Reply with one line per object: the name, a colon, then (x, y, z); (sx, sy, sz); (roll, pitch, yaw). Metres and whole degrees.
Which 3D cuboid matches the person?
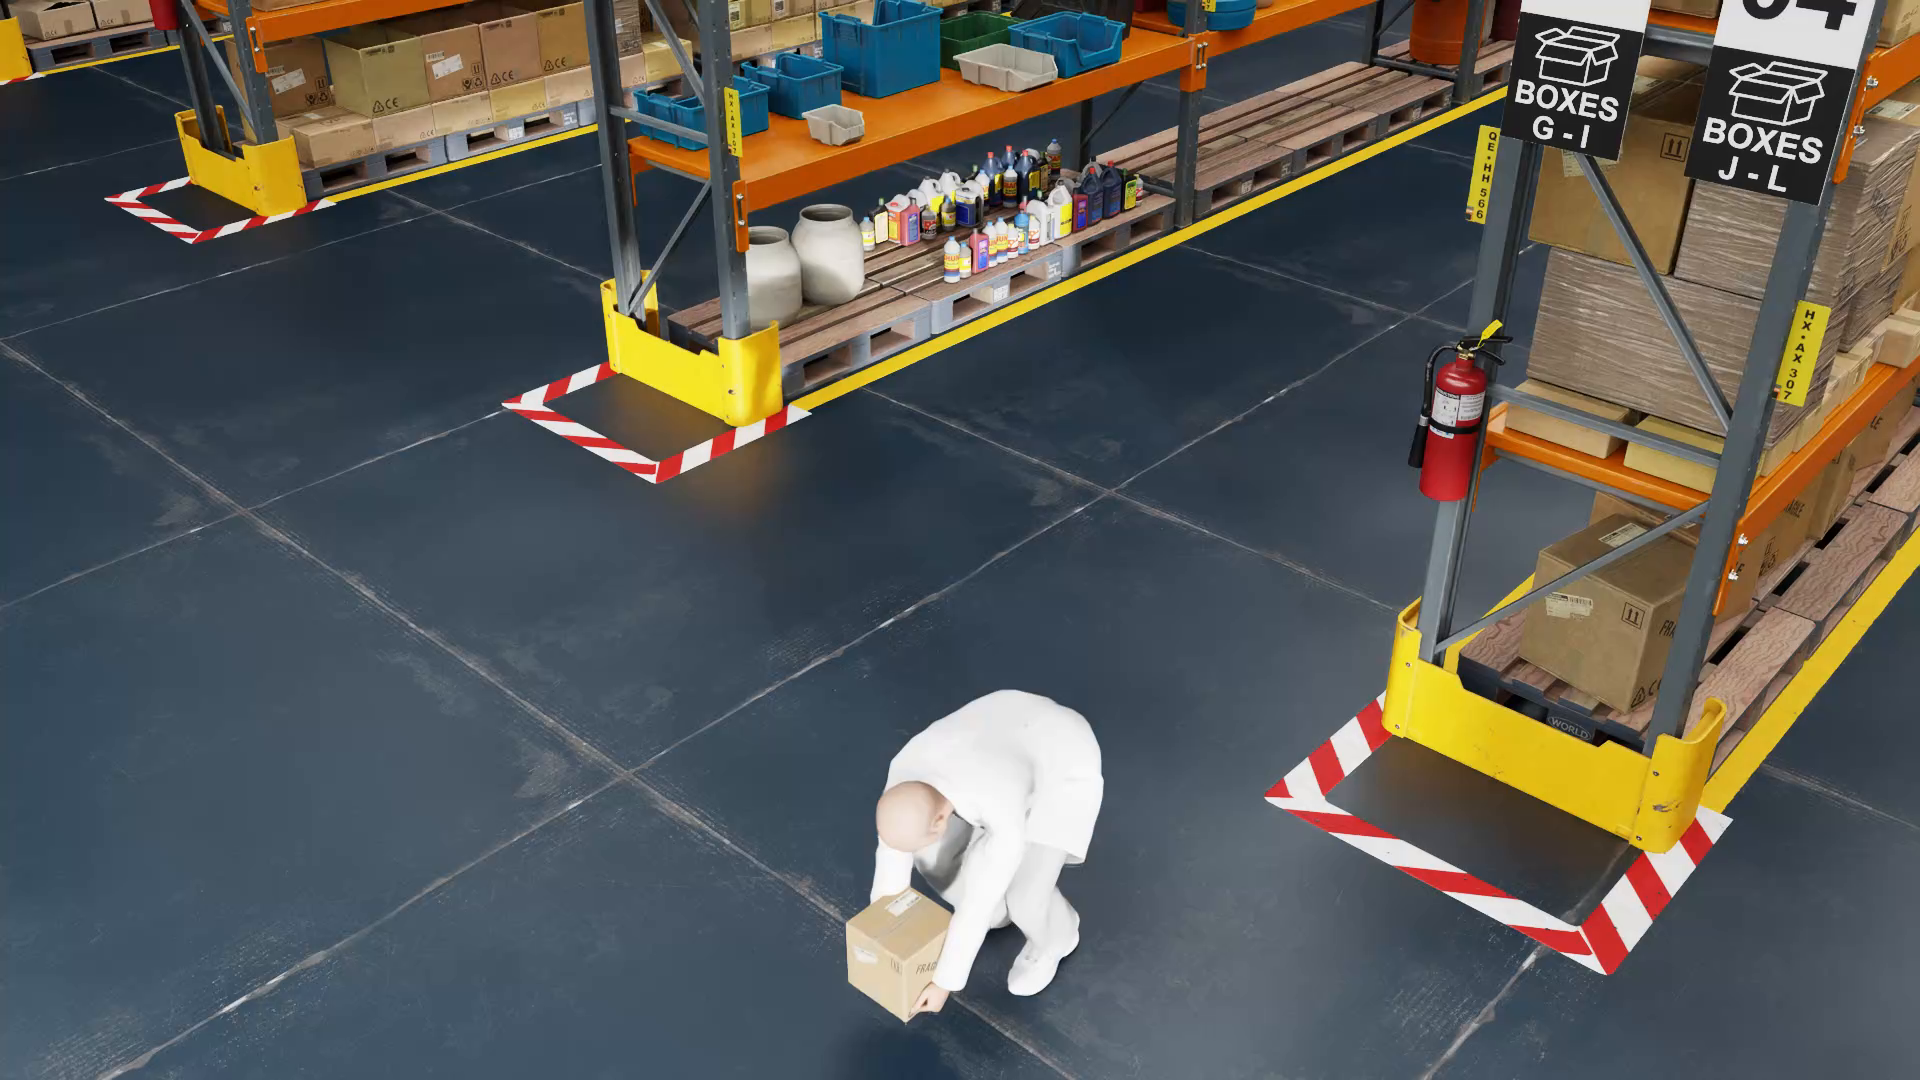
person: (0.075, 0.992, 5.237); (0.591, 1.010, 0.939); (23, 38, 33)
